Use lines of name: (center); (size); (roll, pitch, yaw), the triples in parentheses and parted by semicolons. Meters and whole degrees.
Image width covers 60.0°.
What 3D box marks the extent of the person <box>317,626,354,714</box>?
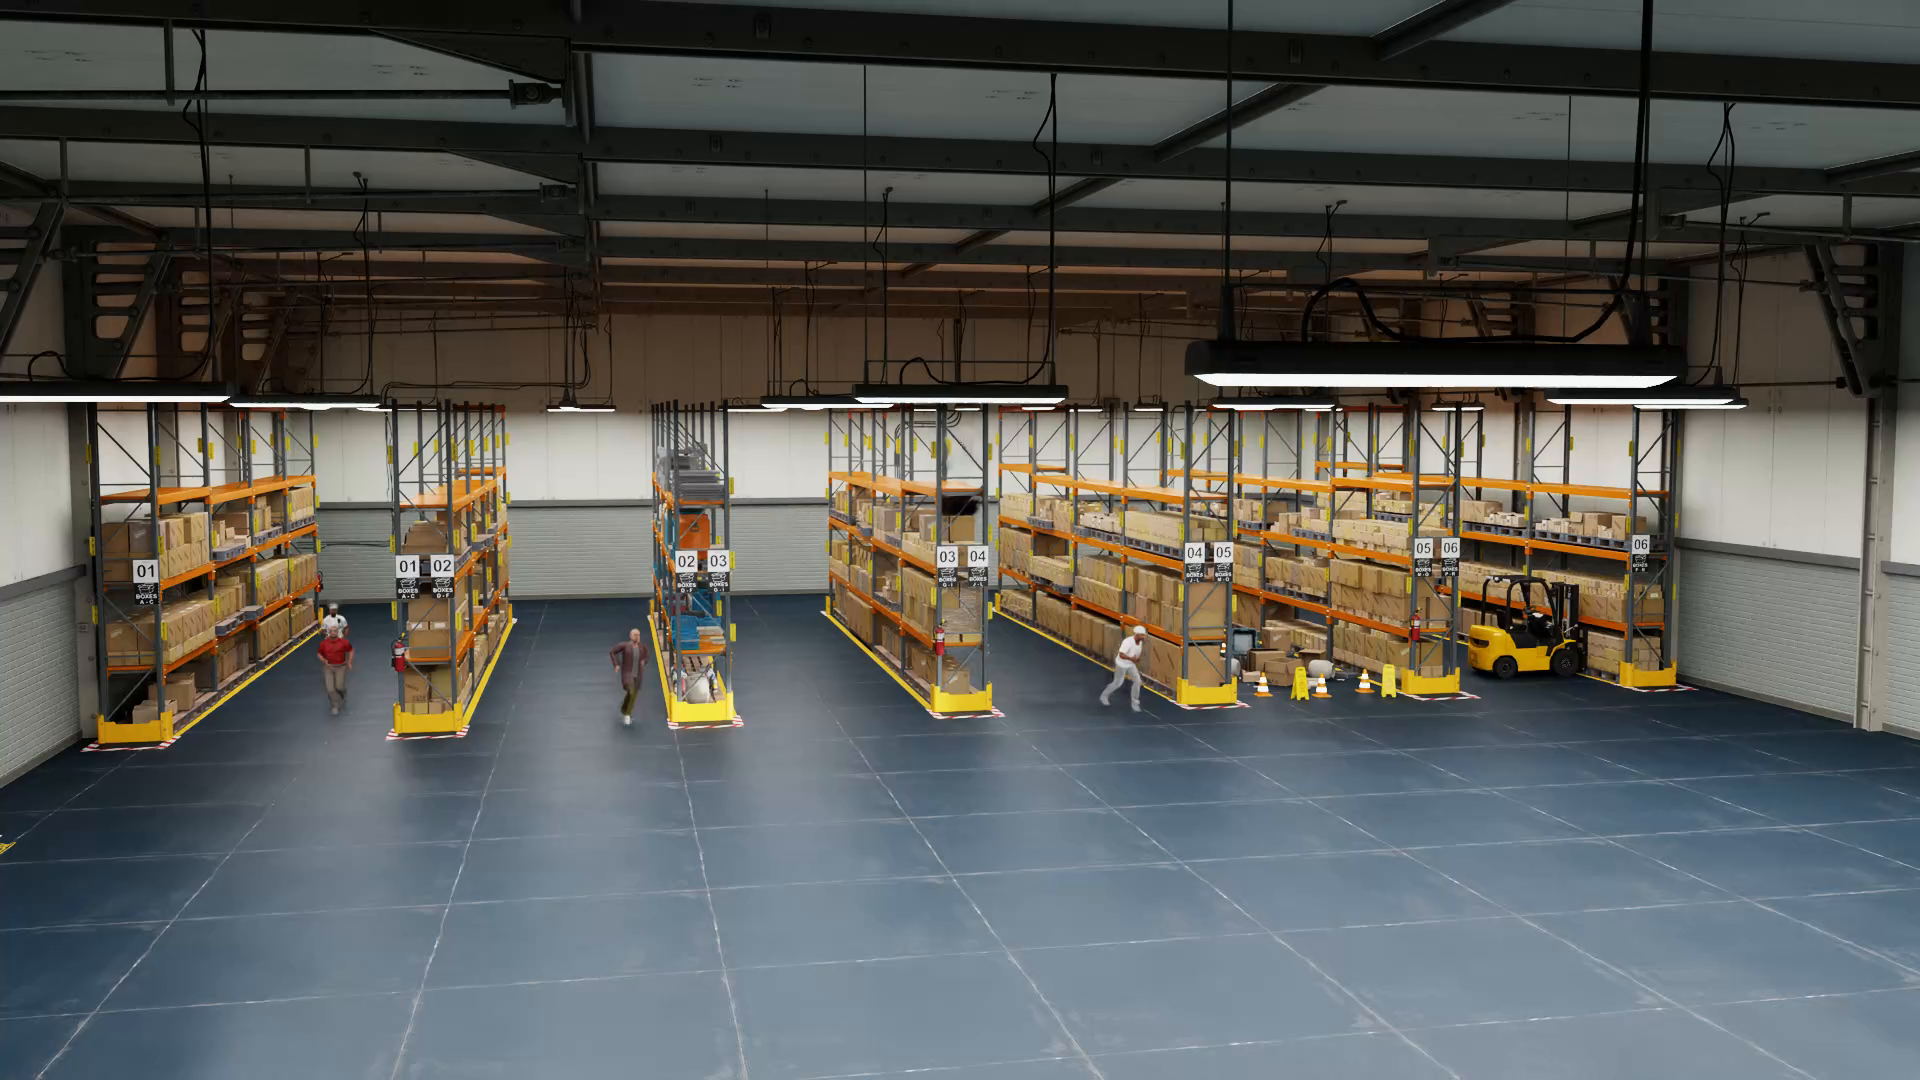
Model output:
person: (-11.951, 2.489, 31.797); (0.658, 1.686, 0.567); (-1, 4, -13)

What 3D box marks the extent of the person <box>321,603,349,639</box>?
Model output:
person: (-13.514, 2.191, 35.956); (0.569, 1.661, 0.554); (-1, 5, -18)

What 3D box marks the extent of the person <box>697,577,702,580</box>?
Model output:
person: (-7.660, 1.195, 48.249); (0.991, 1.792, 0.669); (0, 4, -1)

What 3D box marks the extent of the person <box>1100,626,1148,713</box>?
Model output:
person: (3.178, 2.489, 32.227); (1.045, 1.714, 0.747); (3, 5, 37)

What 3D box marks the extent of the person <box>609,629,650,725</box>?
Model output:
person: (-6.088, 2.539, 30.888); (0.676, 1.780, 0.753); (-3, 5, -37)
